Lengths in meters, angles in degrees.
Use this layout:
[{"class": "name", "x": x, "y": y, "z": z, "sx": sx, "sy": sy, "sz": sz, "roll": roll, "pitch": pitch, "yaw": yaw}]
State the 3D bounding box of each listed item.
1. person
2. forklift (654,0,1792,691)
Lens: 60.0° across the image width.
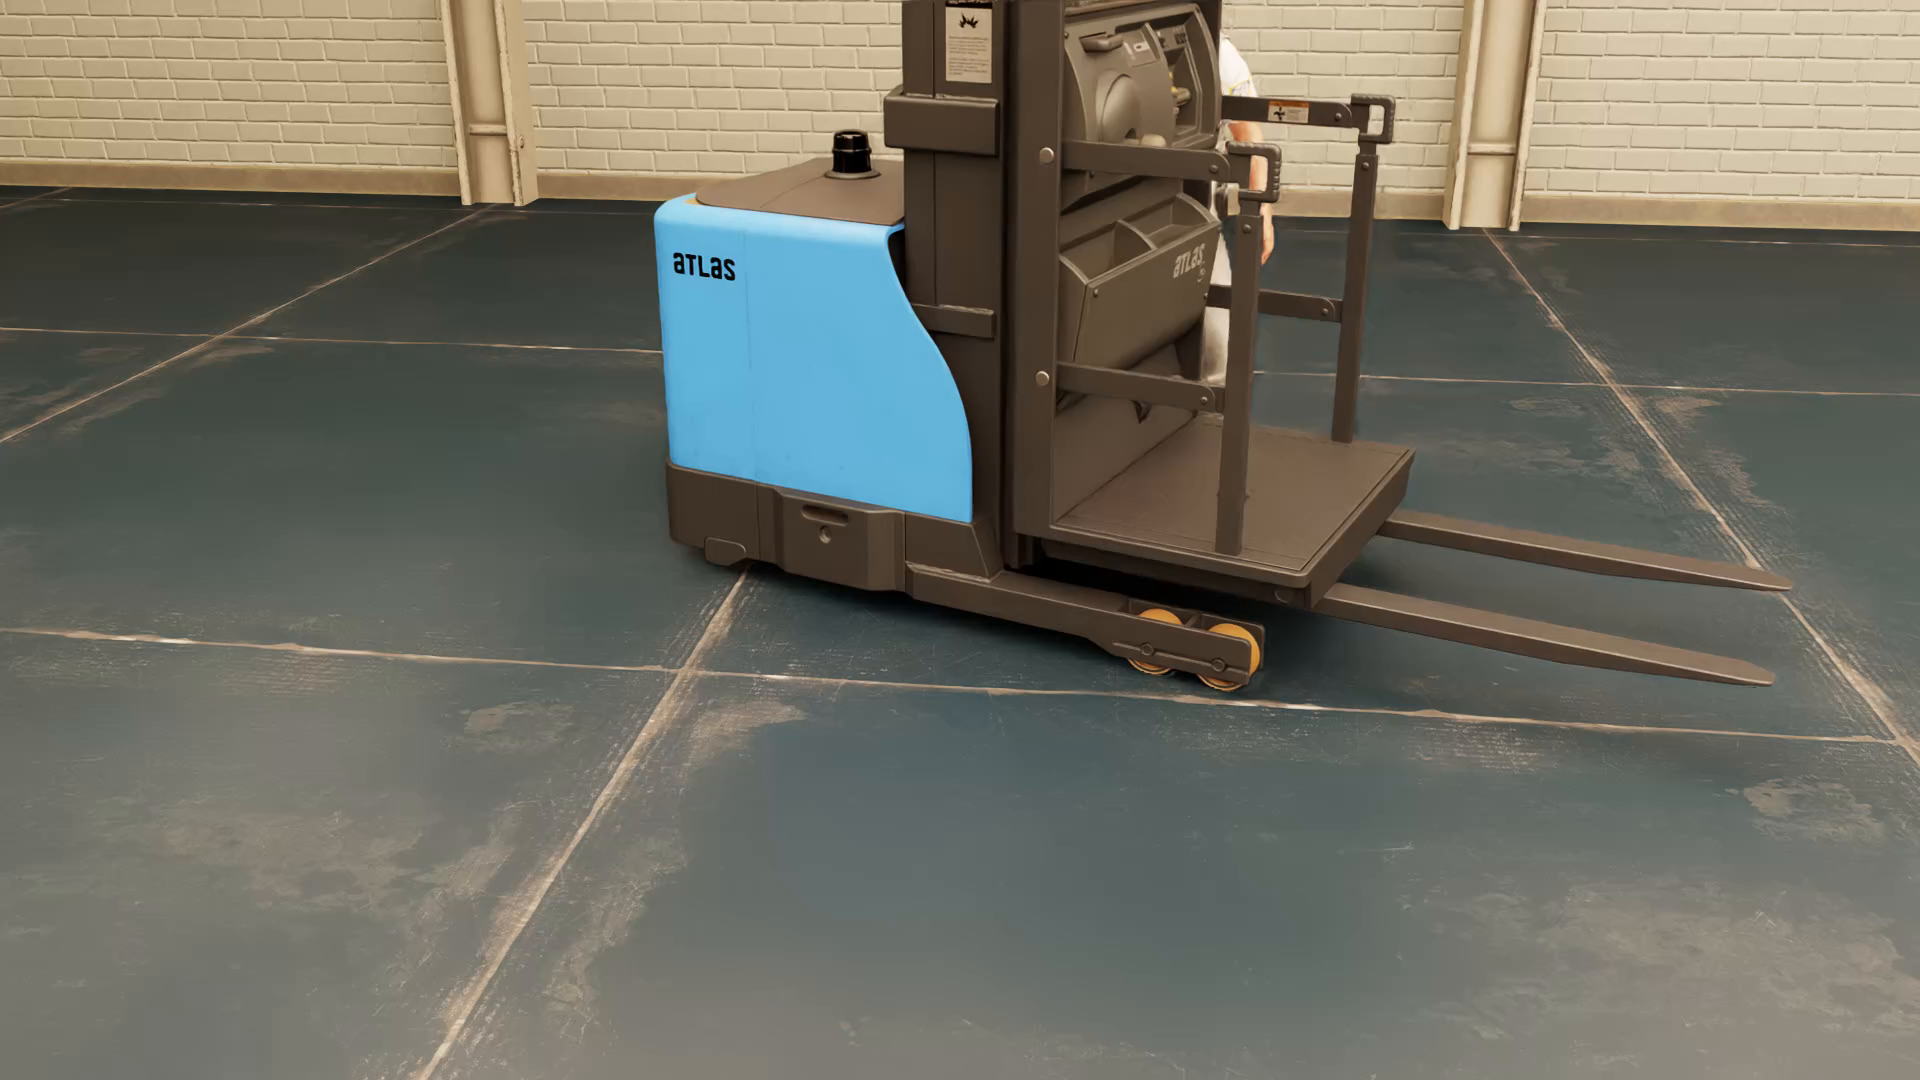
[{"class": "person", "x": 0.659, "y": -1.059, "z": 5.486, "sx": 0.749, "sy": 1.733, "sz": 0.450, "roll": 3, "pitch": 22, "yaw": 8}, {"class": "forklift", "x": 0.667, "y": -1.203, "z": 4.241, "sx": 3.031, "sy": 2.935, "sz": 1.130, "roll": 11, "pitch": 25, "yaw": 26}]
